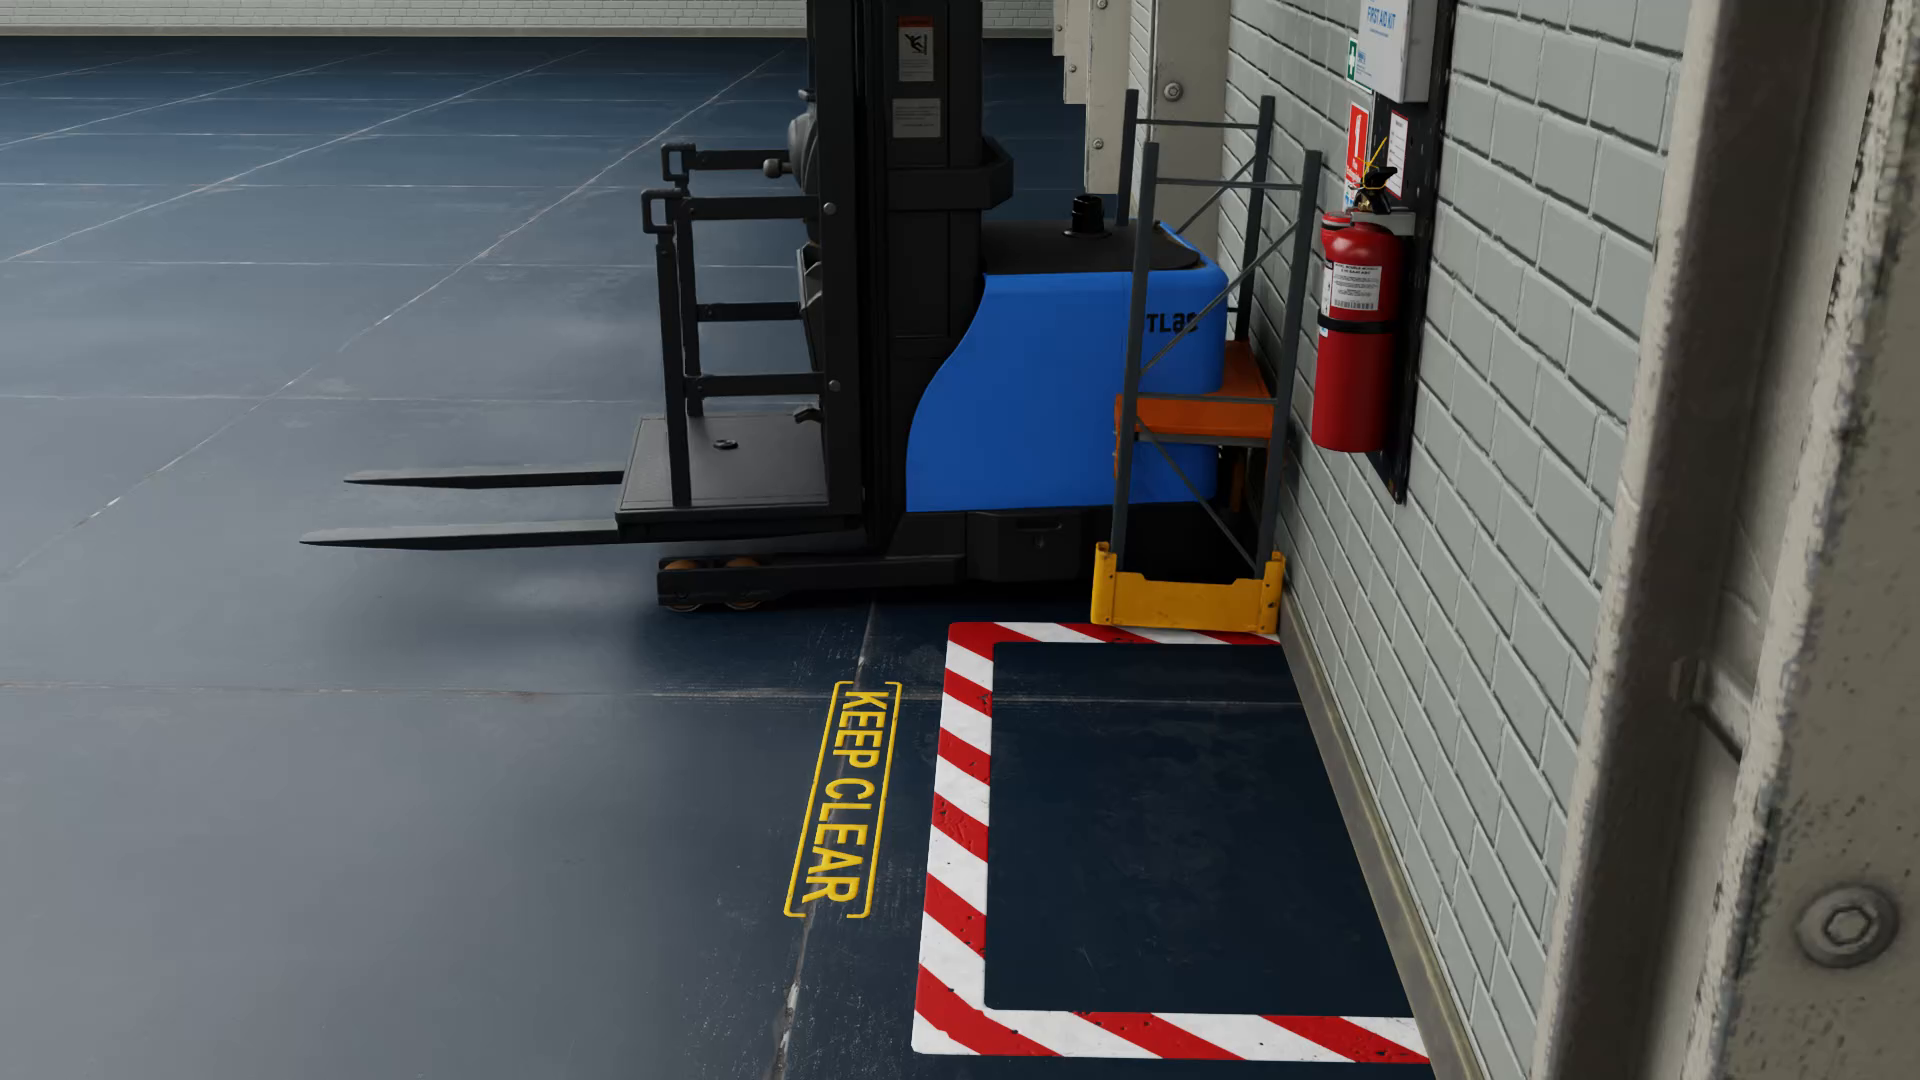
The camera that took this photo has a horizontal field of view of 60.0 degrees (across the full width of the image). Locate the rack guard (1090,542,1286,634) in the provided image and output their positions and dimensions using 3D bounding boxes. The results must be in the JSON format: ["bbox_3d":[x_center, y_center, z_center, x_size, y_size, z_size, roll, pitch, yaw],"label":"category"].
[{"bbox_3d":[0.714,0.151,5.238,0.587,0.250,0.087,3,24,1],"label":"rack guard"}]

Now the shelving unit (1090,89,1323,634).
[{"bbox_3d":[0.760,-0.620,5.445,0.587,1.500,1.083,3,24,1],"label":"shelving unit"}]

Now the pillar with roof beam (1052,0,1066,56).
[{"bbox_3d":[-2.790,-11.364,22.876,9.100,9.000,0.400,1,21,2],"label":"pillar with roof beam"}]

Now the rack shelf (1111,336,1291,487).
[{"bbox_3d":[0.753,-0.458,5.525,0.538,0.185,1.000,3,24,1],"label":"rack shelf"}]

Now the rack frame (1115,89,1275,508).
[{"bbox_3d":[0.782,-0.825,5.920,0.500,1.500,0.032,3,24,1],"label":"rack frame"}]

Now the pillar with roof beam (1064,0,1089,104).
[{"bbox_3d":[-2.973,-9.194,17.285,9.100,9.000,0.400,1,21,2],"label":"pillar with roof beam"}]

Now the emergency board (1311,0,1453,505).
[{"bbox_3d":[0.896,-0.735,3.776,0.194,1.169,0.643,1,21,2],"label":"emergency board"}]

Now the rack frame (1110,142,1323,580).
[{"bbox_3d":[0.739,-0.421,4.988,0.500,1.500,0.032,3,24,1],"label":"rack frame"}]

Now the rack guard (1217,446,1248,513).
[{"bbox_3d":[0.756,-0.245,6.151,0.587,0.250,0.087,3,24,1],"label":"rack guard"}]

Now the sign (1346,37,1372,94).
[{"bbox_3d":[1.007,-1.196,4.182,0.001,0.109,0.331,1,21,2],"label":"sign"}]

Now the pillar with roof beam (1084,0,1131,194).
[{"bbox_3d":[-3.155,-7.025,11.694,9.100,9.000,0.400,1,21,2],"label":"pillar with roof beam"}]

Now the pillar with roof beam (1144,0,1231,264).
[{"bbox_3d":[-3.338,-4.855,6.102,9.100,9.000,0.400,1,21,2],"label":"pillar with roof beam"}]

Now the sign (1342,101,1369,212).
[{"bbox_3d":[1.016,-0.950,4.282,0.001,0.329,0.234,1,21,2],"label":"sign"}]

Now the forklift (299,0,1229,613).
[{"bbox_3d":[-0.679,-1.332,5.409,3.031,2.935,1.130,-2,21,-6],"label":"forklift"}]
